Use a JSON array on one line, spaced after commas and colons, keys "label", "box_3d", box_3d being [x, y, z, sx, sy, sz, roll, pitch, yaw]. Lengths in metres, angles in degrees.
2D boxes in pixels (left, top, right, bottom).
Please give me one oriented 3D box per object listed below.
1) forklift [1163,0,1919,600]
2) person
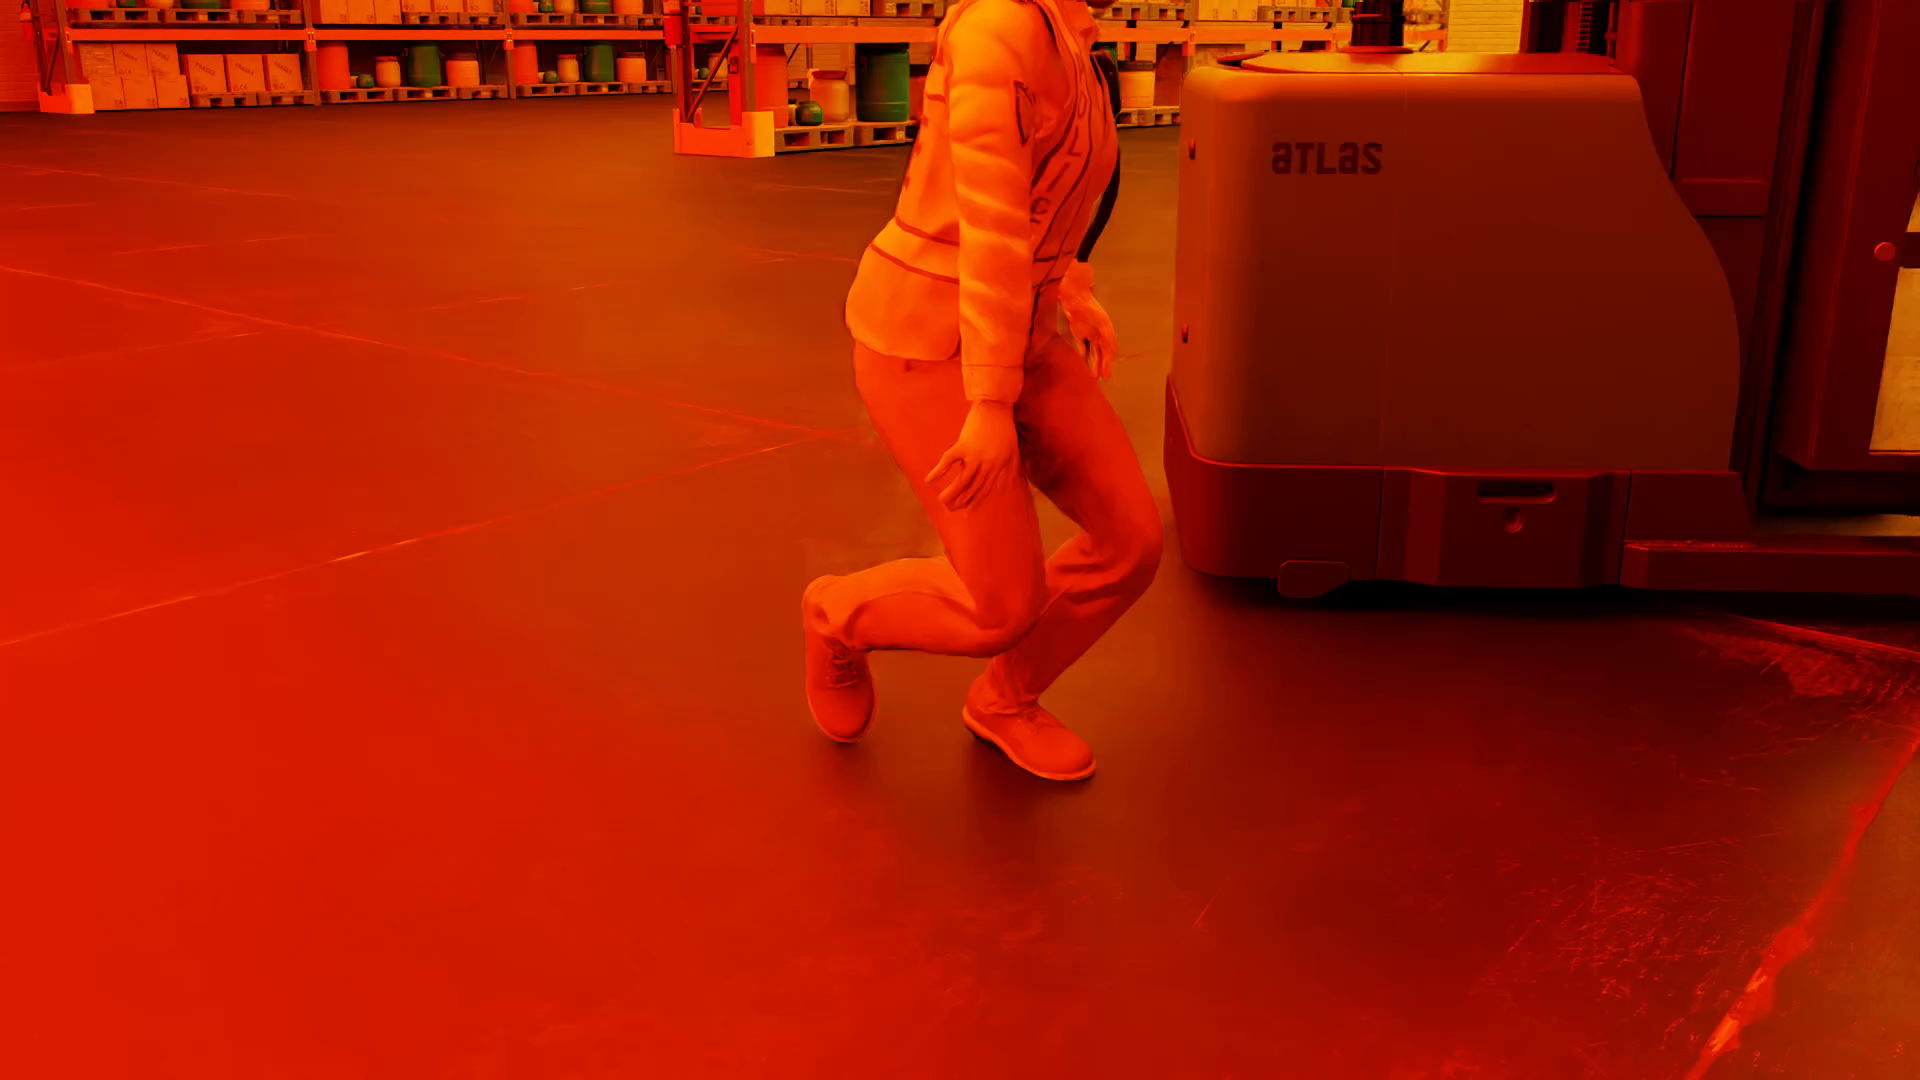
[{"label": "forklift", "box_3d": [2.018, -1.382, 3.448, 3.031, 2.935, 1.130, 1, 17, 3]}, {"label": "person", "box_3d": [0.024, -0.327, 2.552, 0.609, 1.465, 0.757, 9, 19, 27]}]
